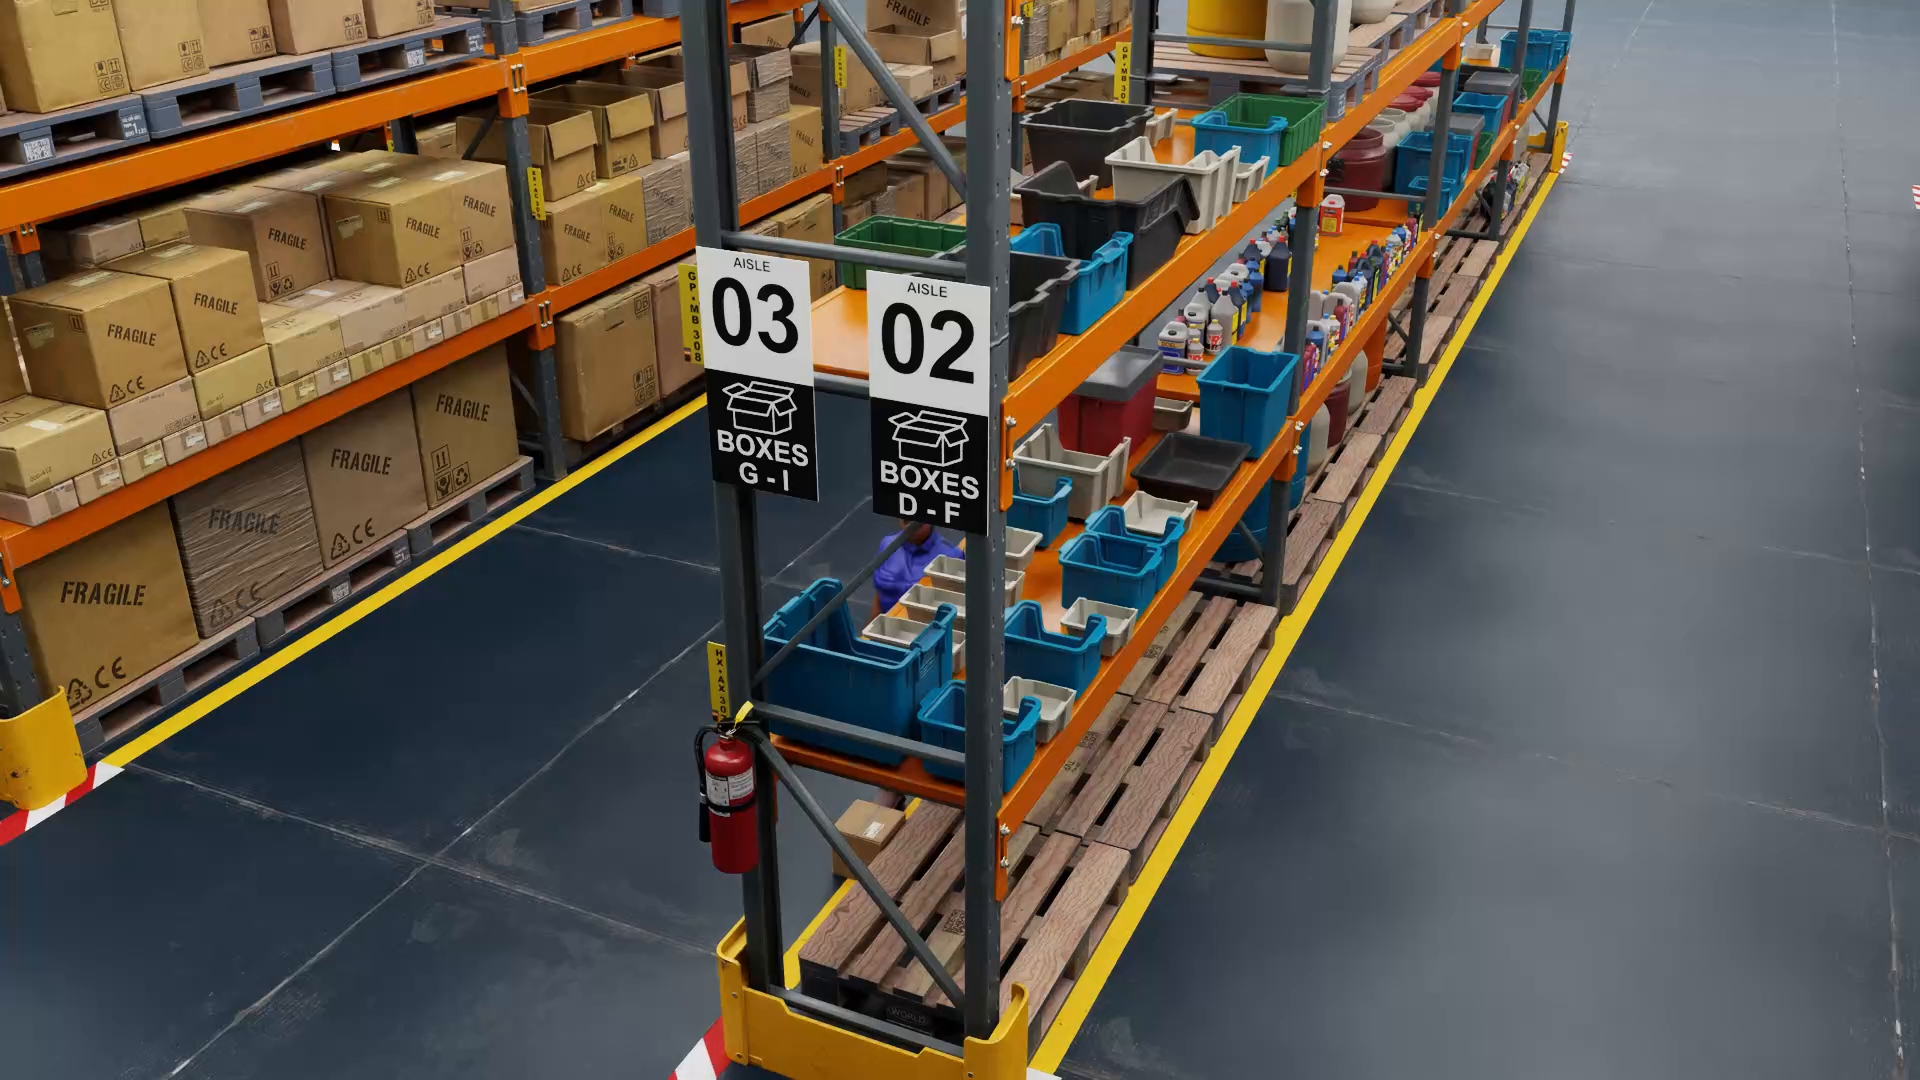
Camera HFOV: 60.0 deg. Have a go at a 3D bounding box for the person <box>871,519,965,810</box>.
[{"bbox_3d":[-0.200,0.530,7.511,0.442,1.658,0.371,12,29,22],"label":"person"}]
